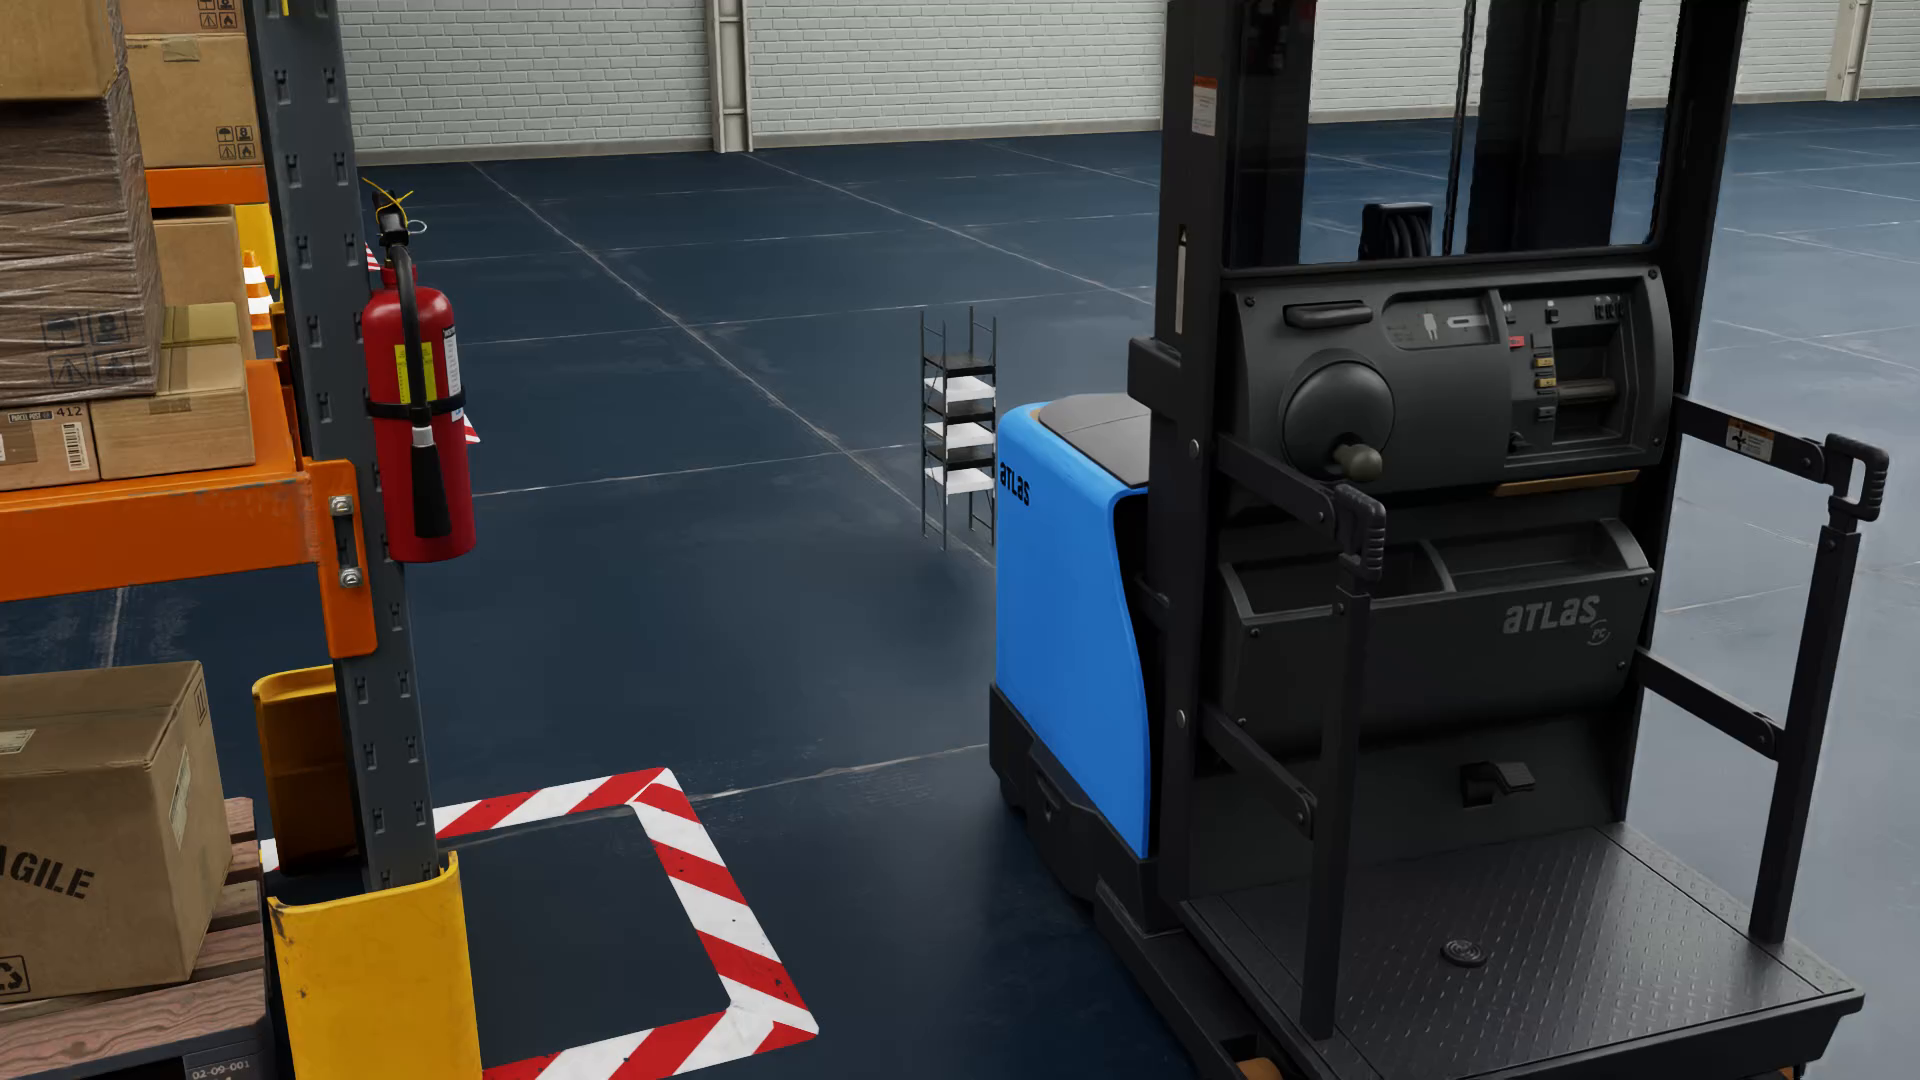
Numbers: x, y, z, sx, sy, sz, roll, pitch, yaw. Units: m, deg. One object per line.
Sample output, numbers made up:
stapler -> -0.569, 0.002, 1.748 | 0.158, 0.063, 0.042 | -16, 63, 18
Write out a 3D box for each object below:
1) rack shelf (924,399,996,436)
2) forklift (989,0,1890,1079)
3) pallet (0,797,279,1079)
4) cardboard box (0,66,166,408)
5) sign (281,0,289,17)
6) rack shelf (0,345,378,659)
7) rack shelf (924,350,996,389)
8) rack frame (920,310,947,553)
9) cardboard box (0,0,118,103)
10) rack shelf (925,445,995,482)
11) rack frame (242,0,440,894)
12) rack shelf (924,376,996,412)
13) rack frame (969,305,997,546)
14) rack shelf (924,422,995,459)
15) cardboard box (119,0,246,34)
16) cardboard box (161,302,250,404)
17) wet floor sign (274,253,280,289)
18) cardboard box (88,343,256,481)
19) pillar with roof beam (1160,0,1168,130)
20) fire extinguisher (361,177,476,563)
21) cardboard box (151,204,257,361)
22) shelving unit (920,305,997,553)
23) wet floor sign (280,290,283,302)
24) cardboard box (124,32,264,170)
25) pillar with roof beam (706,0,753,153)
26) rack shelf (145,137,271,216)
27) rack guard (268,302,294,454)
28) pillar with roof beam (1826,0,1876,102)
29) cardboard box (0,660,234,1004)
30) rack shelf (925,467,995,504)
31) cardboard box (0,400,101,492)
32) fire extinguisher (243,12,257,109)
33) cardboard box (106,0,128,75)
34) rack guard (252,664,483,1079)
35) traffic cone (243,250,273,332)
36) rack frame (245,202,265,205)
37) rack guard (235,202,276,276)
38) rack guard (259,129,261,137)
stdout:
rack shelf -> -0.007, -0.477, 6.351 | 0.200, 0.077, 0.258 | -8, 21, -22
forklift -> 1.019, -0.303, 2.970 | 1.130, 2.935, 3.031 | -6, 20, -17
pallet -> -2.102, 0.959, 3.482 | 1.213, 0.211, 1.003 | -8, 21, -22
cardboard box -> -1.788, -0.586, 3.072 | 0.500, 0.500, 0.875 | -8, 21, -22
sign -> -1.071, -0.986, 2.587 | 0.005, 0.325, 0.100 | -8, 21, -22
rack shelf -> -3.108, 0.140, 2.692 | 4.000, 0.370, 1.077 | -8, 21, -22
rack shelf -> -0.007, -0.647, 6.291 | 0.200, 0.077, 0.258 | -8, 21, -22
rack frame -> -0.101, -0.410, 6.332 | 0.006, 0.900, 0.240 | -8, 21, -22
cardboard box -> -1.679, -0.974, 2.668 | 0.500, 0.500, 0.500 | -8, 21, -22
rack shelf -> -0.007, -0.307, 6.411 | 0.200, 0.077, 0.258 | -8, 21, -22
rack frame -> -1.272, -0.463, 3.320 | 0.127, 3.000, 1.000 | -8, 21, -22
rack shelf -> -0.007, -0.562, 6.321 | 0.200, 0.077, 0.258 | -8, 21, -22
rack frame -> 0.086, -0.437, 6.408 | 0.006, 0.900, 0.240 | -8, 21, -22
rack shelf -> -0.007, -0.392, 6.381 | 0.200, 0.077, 0.258 | -8, 21, -22
cardboard box -> -3.500, -2.532, 7.344 | 0.550, 0.550, 0.875 | -8, 21, -22
cardboard box -> -1.628, -0.380, 3.462 | 0.250, 0.149, 0.380 | -8, 21, -22
wet floor sign -> -4.599, -2.073, 11.438 | 0.232, 0.644, 0.267 | -1, 19, -3
cardboard box -> -1.452, -0.244, 3.077 | 0.250, 0.149, 0.380 | -8, 21, -22
pillar with roof beam -> 4.560, -8.277, 16.480 | 0.400, 9.000, 9.100 | -8, 21, -22
fire extinguisher -> -0.984, -0.301, 2.977 | 0.183, 0.674, 0.296 | -8, 21, -22
cardboard box -> -3.740, -1.075, 7.626 | 0.875, 0.875, 0.875 | -8, 21, -22
shelving unit -> -0.007, -0.423, 6.370 | 0.210, 0.900, 0.258 | -8, 21, -22
wet floor sign -> -3.902, -1.486, 9.770 | 0.232, 0.644, 0.267 | -12, 23, -31
cardboard box -> -3.467, -1.997, 7.451 | 0.550, 0.550, 0.875 | -8, 21, -22
pillar with roof beam -> -0.949, -7.488, 14.238 | 0.400, 9.000, 9.100 | -8, 21, -22
rack shelf -> -4.980, -1.386, 7.026 | 4.000, 0.370, 1.077 | -8, 21, -22
rack guard -> -3.122, -0.813, 8.078 | 0.348, 0.500, 1.175 | -8, 21, -22
pillar with roof beam -> 15.579, -9.855, 20.963 | 0.400, 9.000, 9.100 | -8, 21, -22
cardboard box -> -1.852, 0.595, 3.447 | 0.500, 0.500, 0.500 | -4, 20, -12
rack shelf -> -0.007, -0.222, 6.440 | 0.200, 0.077, 0.258 | -8, 21, -22
cardboard box -> -1.682, -0.211, 2.984 | 0.250, 0.149, 0.380 | -8, 21, -22
fire extinguisher -> -4.910, -3.323, 11.560 | 0.183, 0.674, 0.296 | -8, 21, -22
cardboard box -> -1.885, -1.133, 3.119 | 0.500, 0.500, 0.500 | -8, 21, -22
rack guard -> -1.342, 0.726, 3.707 | 0.348, 0.500, 1.175 | -8, 21, -22
traffic cone -> -4.329, -1.545, 10.212 | 0.334, 0.463, 0.336 | -8, 21, -22
rack frame -> -5.197, -3.485, 11.903 | 0.127, 3.000, 1.000 | -8, 21, -22
rack guard -> -5.267, -2.296, 12.290 | 0.348, 0.500, 1.175 | -8, 21, -22
rack guard -> -7.145, -3.822, 16.625 | 0.348, 0.500, 1.175 | -8, 21, -22
